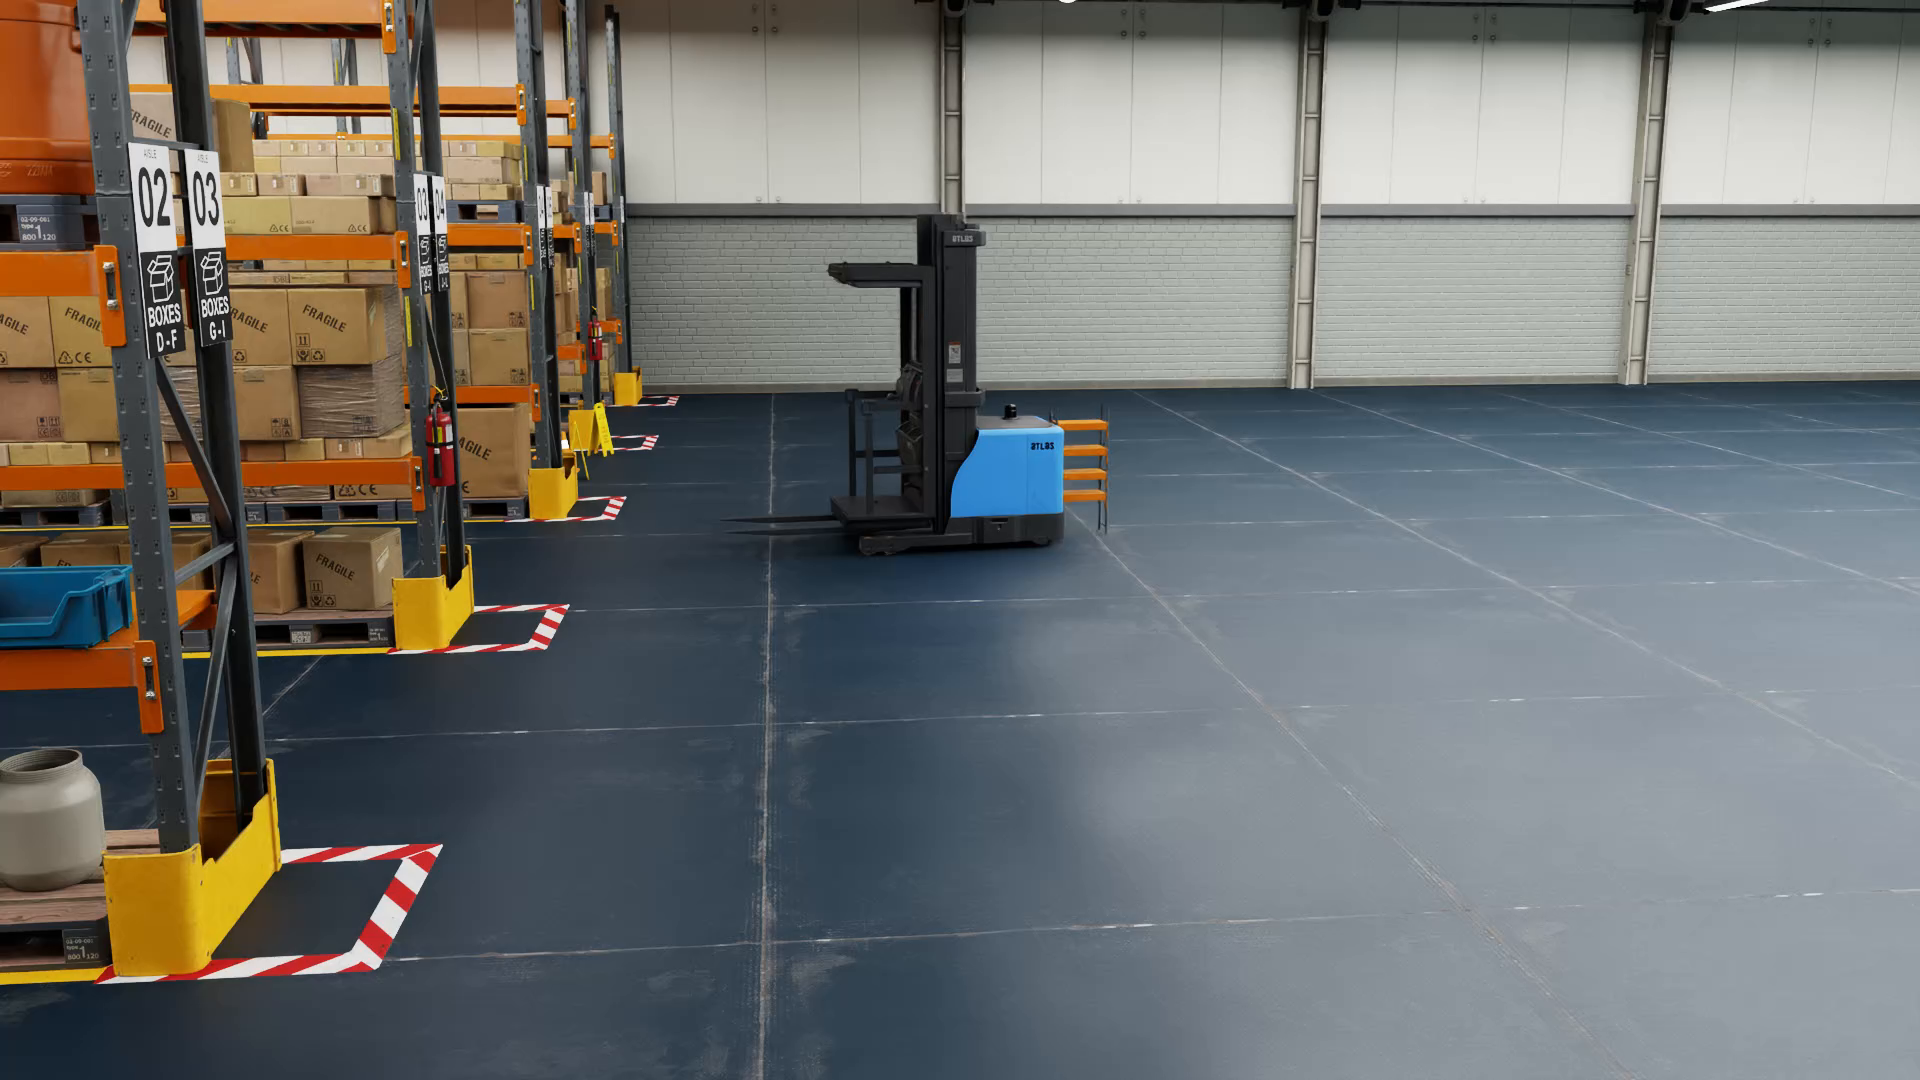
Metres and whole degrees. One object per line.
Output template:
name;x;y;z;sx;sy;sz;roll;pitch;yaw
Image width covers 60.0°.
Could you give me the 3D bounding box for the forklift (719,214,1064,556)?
forklift;-0.632;-1.412;14.832;3.031;2.935;1.130;-2;11;-12

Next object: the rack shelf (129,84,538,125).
rack shelf;-6.117;-4.137;15.867;4.000;0.370;1.077;-1;11;-6

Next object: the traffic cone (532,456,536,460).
traffic cone;-5.052;-1.230;20.309;0.334;0.463;0.336;-1;11;-6

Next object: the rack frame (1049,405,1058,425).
rack frame;0.859;-0.633;15.361;0.015;1.200;0.240;-2;11;-12

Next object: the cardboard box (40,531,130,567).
cardboard box;-6.091;0.231;11.692;0.500;0.500;0.500;-2;11;-11

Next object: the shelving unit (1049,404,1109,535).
shelving unit;1.098;-0.643;15.412;0.503;1.200;0.258;-2;11;-12

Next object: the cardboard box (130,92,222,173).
cardboard box;-5.207;-2.662;10.914;0.500;0.500;0.500;-1;11;-6

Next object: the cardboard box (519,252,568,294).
cardboard box;-5.248;-3.365;20.966;0.500;0.500;0.700;-1;11;-7

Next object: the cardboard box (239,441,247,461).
cardboard box;-4.949;-0.643;11.394;0.250;0.149;0.380;-1;11;-6

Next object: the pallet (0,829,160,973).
pallet;-4.037;1.514;7.004;1.213;0.211;1.003;-1;11;-6

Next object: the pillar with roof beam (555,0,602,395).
pillar with roof beam;-5.628;-5.960;22.237;0.548;9.000;9.100;-1;11;-6

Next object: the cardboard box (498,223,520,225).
cardboard box;-5.600;-4.008;20.739;0.250;0.149;0.380;-1;11;-4

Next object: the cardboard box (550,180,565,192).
cardboard box;-5.068;-4.408;20.702;0.250;0.149;0.380;-1;11;-6

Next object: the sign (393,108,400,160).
sign;-3.653;-2.630;10.783;0.005;0.325;0.100;-1;11;-6

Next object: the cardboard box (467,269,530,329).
cardboard box;-4.502;-2.387;16.430;0.550;0.550;0.875;-1;11;-6

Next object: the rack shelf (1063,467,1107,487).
rack shelf;1.098;-0.577;15.425;0.480;0.148;0.258;-2;11;-12

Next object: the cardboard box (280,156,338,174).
cardboard box;-6.083;-3.489;15.714;0.500;0.250;0.500;-1;11;-6

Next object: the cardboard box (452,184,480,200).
cardboard box;-4.673;-3.311;15.843;0.250;0.149;0.380;-1;11;-6

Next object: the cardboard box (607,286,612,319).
cardboard box;-5.826;-3.775;26.418;0.500;0.500;0.500;-1;11;-4

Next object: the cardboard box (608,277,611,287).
cardboard box;-5.668;-4.093;26.355;0.250;0.149;0.380;-1;11;-8

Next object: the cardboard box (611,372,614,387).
cardboard box;-5.813;-2.567;26.573;0.500;0.250;0.500;-1;11;-6

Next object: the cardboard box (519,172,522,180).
cardboard box;-6.746;-5.401;25.565;0.500;0.500;0.700;-1;11;-6

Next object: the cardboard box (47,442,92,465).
cardboard box;-5.934;-0.605;11.203;0.250;0.149;0.380;-1;11;-6

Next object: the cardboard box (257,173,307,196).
cardboard box;-4.467;-2.350;11.005;0.250;0.149;0.380;-2;11;-9

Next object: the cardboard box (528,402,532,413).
cardboard box;-5.532;-1.890;21.181;0.500;0.500;0.500;-1;11;-6

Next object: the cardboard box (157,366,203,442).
cardboard box;-5.229;-0.984;11.450;0.500;0.500;0.875;-1;11;-6

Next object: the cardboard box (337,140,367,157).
cardboard box;-5.691;-3.681;15.657;0.250;0.149;0.380;-1;11;-7

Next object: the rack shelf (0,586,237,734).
rack shelf;-5.147;0.513;6.727;4.000;0.370;1.077;-1;11;-6

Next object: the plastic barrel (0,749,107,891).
plastic barrel;-3.804;1.162;6.925;0.421;0.512;0.421;0;11;0

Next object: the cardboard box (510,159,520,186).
cardboard box;-4.636;-3.623;16.396;0.500;0.250;0.500;-1;11;-6

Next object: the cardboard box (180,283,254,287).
cardboard box;-5.264;-1.538;11.673;0.500;0.500;0.500;-1;11;-6

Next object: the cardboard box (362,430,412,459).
cardboard box;-3.954;-0.662;11.494;0.250;0.149;0.380;-1;11;-6

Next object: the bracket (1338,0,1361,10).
bracket;6.288;-8.742;27.058;0.430;0.232;0.235;-1;11;-6

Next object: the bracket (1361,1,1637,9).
bracket;8.866;-8.796;27.333;4.783;0.066;0.076;-1;11;-6

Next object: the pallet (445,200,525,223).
pallet;-4.865;-3.195;16.181;1.213;0.211;1.003;-1;11;-6

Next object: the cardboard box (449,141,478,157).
cardboard box;-4.675;-3.702;15.766;0.250;0.149;0.380;-1;11;-6

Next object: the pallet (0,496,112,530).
pallet;-8.864;-0.302;16.240;1.213;0.211;1.003;-1;11;-6

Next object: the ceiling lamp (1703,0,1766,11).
ceiling lamp;11.347;-9.093;23.044;0.800;3.185;2.000;-1;11;-6

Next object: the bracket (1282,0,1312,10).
bracket;5.463;-8.725;26.970;0.430;0.232;0.235;-1;11;-6

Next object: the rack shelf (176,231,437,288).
rack shelf;-5.682;-1.908;11.269;4.000;0.370;1.077;-1;11;-6

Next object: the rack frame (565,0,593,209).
rack frame;-4.763;-5.675;20.789;0.127;3.000;1.000;-1;11;-6

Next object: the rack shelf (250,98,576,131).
rack shelf;-6.752;-5.279;20.647;4.000;0.370;1.077;-1;11;-6

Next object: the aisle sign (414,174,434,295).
aisle sign;-3.599;-2.050;11.164;0.004;0.787;0.394;-1;11;-6

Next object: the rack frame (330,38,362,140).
rack frame;-9.280;-6.544;25.207;0.127;3.000;1.000;-1;11;-6

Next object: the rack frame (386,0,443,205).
rack frame;-3.693;-3.775;11.122;0.127;3.000;1.000;-1;11;-6

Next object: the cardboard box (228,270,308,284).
cardboard box;-6.649;-2.324;16.108;0.550;0.550;0.875;-1;11;-6

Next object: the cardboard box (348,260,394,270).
cardboard box;-7.267;-3.313;20.704;0.500;0.500;0.700;-1;11;-7

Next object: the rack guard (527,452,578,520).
rack guard;-4.105;-0.558;16.794;0.348;0.500;1.175;-1;11;-6

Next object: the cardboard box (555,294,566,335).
cardboard box;-5.273;-2.862;21.003;0.500;0.500;0.500;-1;11;-7

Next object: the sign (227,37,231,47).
sign;-8.674;-6.022;19.719;0.005;0.325;0.100;-1;11;-6

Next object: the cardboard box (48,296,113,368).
cardboard box;-5.705;-1.427;11.113;0.500;0.500;0.500;-1;11;-6

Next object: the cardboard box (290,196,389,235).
cardboard box;-4.145;-2.170;11.127;0.500;0.250;0.500;-1;11;-5

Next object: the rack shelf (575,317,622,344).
rack shelf;-7.292;-3.289;26.067;4.000;0.370;1.077;-1;11;-6

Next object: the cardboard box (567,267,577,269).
cardboard box;-6.185;-4.223;26.245;0.250;0.149;0.380;-1;11;-5

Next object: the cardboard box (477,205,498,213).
cardboard box;-5.745;-4.206;20.708;0.500;0.250;0.500;-1;11;-7

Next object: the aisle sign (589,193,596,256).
aisle sign;-4.735;-4.068;21.426;0.004;0.787;0.394;-1;11;-6

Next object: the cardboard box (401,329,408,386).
cardboard box;-5.607;-1.838;16.436;0.550;0.550;0.875;-1;11;-6

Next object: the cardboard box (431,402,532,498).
cardboard box;-4.795;-0.921;16.578;0.875;0.875;0.875;-1;11;-6
